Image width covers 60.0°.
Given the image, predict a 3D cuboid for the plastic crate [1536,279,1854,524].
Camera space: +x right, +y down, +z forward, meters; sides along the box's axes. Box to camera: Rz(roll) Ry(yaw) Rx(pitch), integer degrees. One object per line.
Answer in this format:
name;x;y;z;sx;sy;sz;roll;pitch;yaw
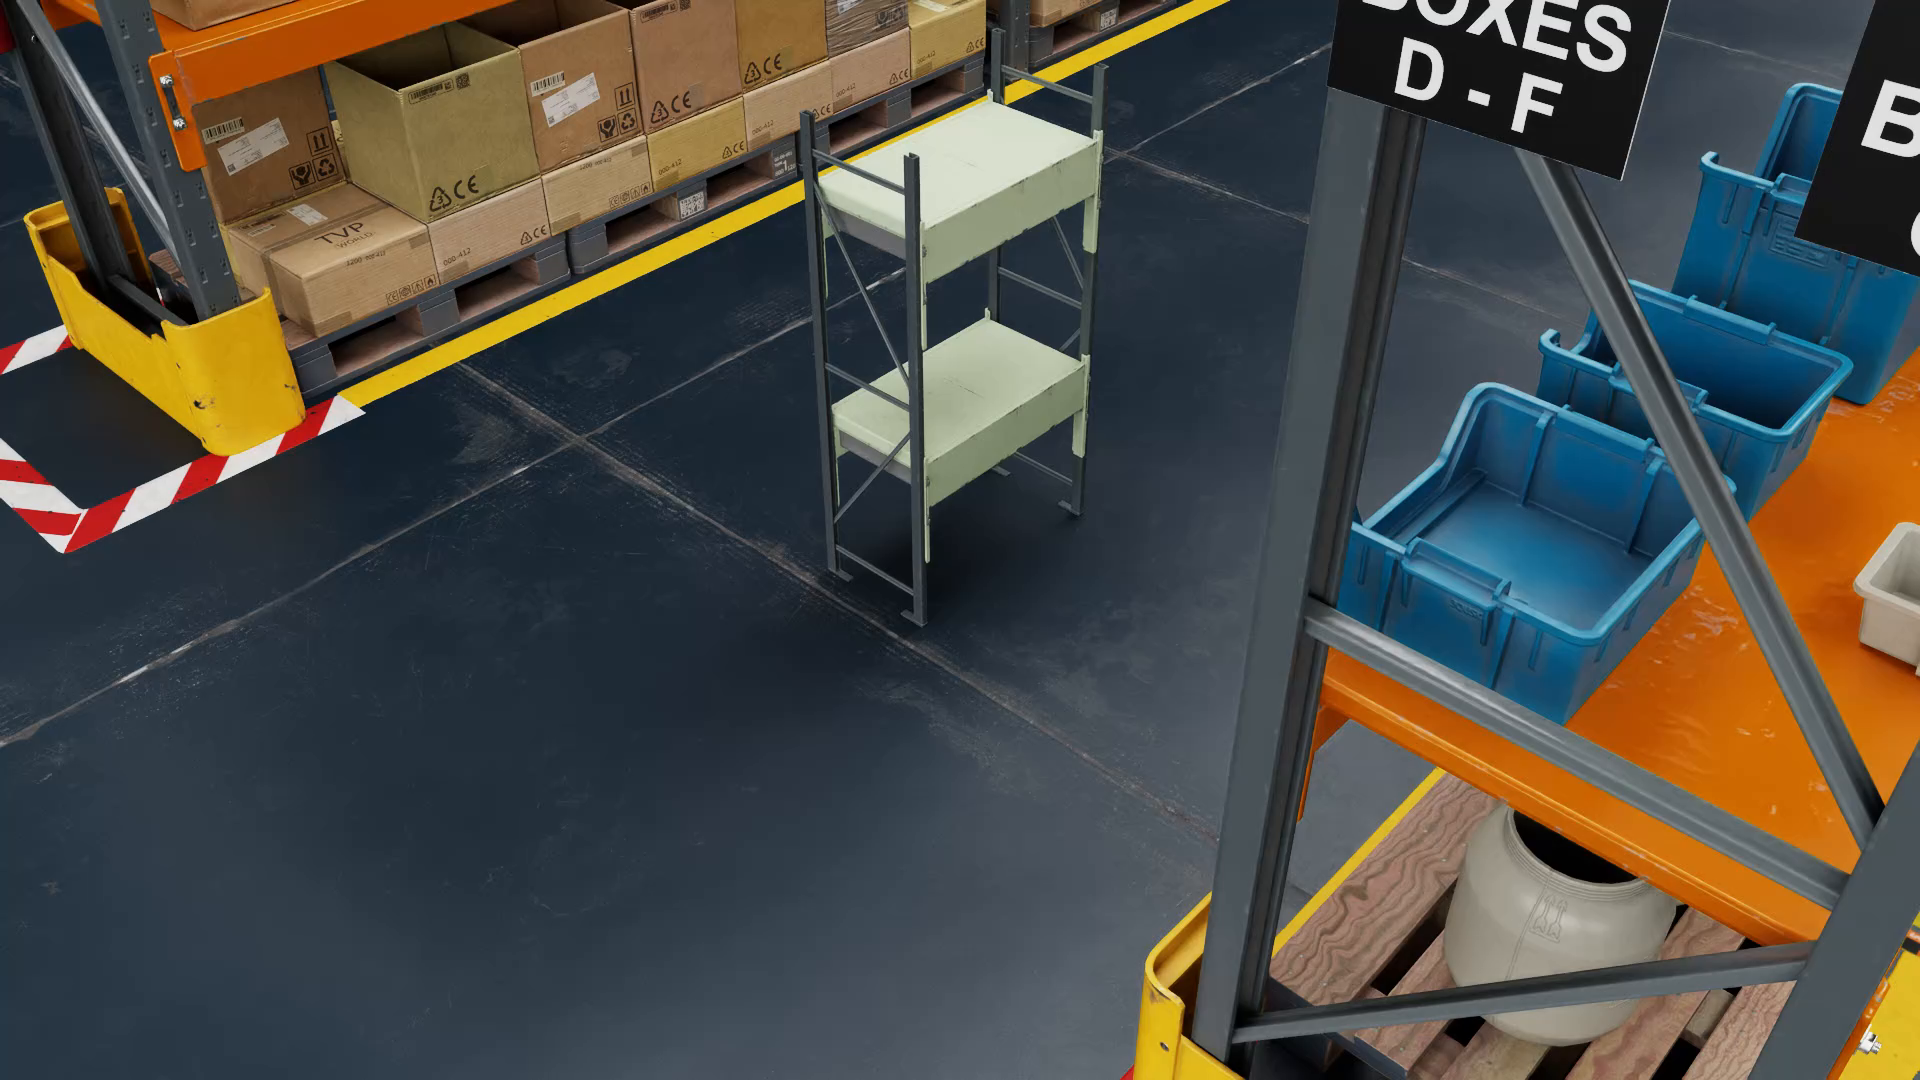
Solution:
plastic crate;1.437;-0.286;3.319;0.499;0.251;0.408;30;47;32

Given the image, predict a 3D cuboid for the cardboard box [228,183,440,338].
cardboard box;-2.249;-1.015;5.988;0.500;0.250;0.500;30;47;32

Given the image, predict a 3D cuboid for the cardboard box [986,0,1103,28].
cardboard box;0.378;-2.781;8.209;0.500;0.250;0.500;28;47;31

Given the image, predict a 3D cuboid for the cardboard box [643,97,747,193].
cardboard box;-1.236;-1.704;6.854;0.500;0.250;0.500;30;47;32

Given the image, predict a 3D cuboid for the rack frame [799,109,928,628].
rack frame;-0.251;-0.416;4.568;0.400;1.500;0.023;30;47;32

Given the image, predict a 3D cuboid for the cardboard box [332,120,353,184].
cardboard box;-2.303;-1.467;6.557;0.500;0.250;0.500;30;47;32

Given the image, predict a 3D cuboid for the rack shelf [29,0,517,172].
rack shelf;-1.426;-2.411;6.450;1.077;0.370;4.000;30;47;32

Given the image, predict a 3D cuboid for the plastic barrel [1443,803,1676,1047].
plastic barrel;1.266;0.782;3.517;0.421;0.512;0.421;0;38;0

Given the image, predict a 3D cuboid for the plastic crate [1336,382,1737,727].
plastic crate;0.995;0.010;2.947;0.499;0.251;0.616;30;47;32

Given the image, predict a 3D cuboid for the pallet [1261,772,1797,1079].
pallet;1.447;0.973;3.856;1.003;0.211;1.213;30;47;32

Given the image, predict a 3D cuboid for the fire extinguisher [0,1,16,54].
fire extinguisher;-3.198;-1.885;5.272;0.296;0.674;0.183;30;47;32

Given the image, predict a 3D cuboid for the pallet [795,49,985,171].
pallet;-0.644;-2.173;7.812;1.003;0.211;1.213;30;47;32

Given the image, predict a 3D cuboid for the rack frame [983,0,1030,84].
rack frame;-0.077;-3.612;7.382;1.000;3.000;0.127;30;47;32

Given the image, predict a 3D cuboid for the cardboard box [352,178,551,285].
cardboard box;-1.915;-1.246;6.279;0.500;0.250;0.500;30;47;32

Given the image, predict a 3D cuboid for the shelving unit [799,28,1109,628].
shelving unit;-0.004;-0.584;4.779;0.431;1.500;0.755;30;47;32

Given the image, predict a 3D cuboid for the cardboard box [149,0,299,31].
cardboard box;-2.451;-2.022;5.303;0.700;0.500;0.500;30;47;32

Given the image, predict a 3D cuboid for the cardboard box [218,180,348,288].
cardboard box;-2.632;-1.233;6.262;0.500;0.250;0.500;30;47;32

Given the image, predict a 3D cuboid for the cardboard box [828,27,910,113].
cardboard box;-0.573;-2.169;7.440;0.500;0.250;0.500;30;47;32

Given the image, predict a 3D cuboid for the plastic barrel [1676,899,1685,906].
plastic barrel;1.604;0.552;3.807;0.421;0.512;0.421;0;38;0

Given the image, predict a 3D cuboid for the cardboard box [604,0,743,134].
cardboard box;-1.236;-1.997;6.620;0.500;0.500;0.500;30;47;32

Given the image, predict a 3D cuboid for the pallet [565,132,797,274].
pallet;-1.467;-1.609;7.104;1.003;0.211;1.213;30;47;32

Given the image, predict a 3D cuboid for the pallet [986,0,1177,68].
pallet;0.391;-2.875;8.696;1.003;0.211;1.213;30;47;32

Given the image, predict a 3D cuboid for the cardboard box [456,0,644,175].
cardboard box;-1.586;-1.774;6.341;0.500;0.500;0.500;30;47;32

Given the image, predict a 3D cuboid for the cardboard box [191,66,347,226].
cardboard box;-2.633;-1.527;6.030;0.500;0.500;0.500;30;47;32

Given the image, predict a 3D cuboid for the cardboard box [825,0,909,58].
cardboard box;-0.574;-2.464;7.208;0.500;0.500;0.500;30;47;32

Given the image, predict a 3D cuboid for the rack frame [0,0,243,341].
rack frame;-2.775;-1.774;5.071;1.000;3.000;0.127;30;47;32

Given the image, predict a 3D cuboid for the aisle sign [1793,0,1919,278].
aisle sign;1.046;-0.554;1.448;0.394;0.787;0.004;30;47;32

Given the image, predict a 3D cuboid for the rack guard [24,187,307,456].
rack guard;-2.792;-0.785;5.835;1.175;0.500;0.348;30;47;32

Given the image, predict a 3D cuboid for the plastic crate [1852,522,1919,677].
plastic crate;1.720;0.135;2.882;0.298;0.136;0.250;30;47;32

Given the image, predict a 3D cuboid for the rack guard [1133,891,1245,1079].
rack guard;0.895;1.231;3.300;1.175;0.500;0.348;30;47;32

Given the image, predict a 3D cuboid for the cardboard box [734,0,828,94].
cardboard box;-0.909;-2.232;6.917;0.500;0.500;0.500;30;47;32

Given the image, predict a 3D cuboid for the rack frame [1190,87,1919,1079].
rack frame;0.881;0.309;2.451;0.949;2.616;0.053;30;47;32

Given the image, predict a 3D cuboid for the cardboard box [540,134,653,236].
cardboard box;-1.577;-1.476;6.568;0.500;0.250;0.500;30;47;32

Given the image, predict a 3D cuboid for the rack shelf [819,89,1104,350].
rack shelf;-0.004;-0.889;4.536;0.431;0.370;0.720;30;47;32

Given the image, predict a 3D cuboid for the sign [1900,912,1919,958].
sign;1.281;0.432;2.074;0.100;0.325;0.005;30;47;32

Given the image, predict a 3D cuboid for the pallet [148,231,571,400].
pallet;-2.290;-1.052;6.403;1.003;0.211;1.213;30;47;32

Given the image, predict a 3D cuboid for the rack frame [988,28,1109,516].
rack frame;0.242;-0.752;4.991;0.400;1.500;0.023;30;47;32

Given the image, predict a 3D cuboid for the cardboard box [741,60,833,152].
cardboard box;-0.899;-1.934;7.143;0.500;0.250;0.500;30;47;32

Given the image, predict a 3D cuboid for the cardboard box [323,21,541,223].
cardboard box;-1.914;-1.539;6.045;0.500;0.500;0.500;30;47;32

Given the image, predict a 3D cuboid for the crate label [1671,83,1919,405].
crate label;1.920;-0.665;3.648;0.502;0.435;0.616;30;47;32

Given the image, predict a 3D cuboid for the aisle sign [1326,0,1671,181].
aisle sign;0.611;-0.802;1.759;0.394;0.787;0.004;30;47;32

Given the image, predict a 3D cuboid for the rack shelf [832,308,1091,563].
rack shelf;-0.005;-0.329;4.982;0.431;0.370;0.720;30;47;32

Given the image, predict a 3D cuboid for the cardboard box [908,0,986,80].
cardboard box;-0.228;-2.395;7.724;0.500;0.250;0.500;30;47;32

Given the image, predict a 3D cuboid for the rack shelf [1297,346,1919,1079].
rack shelf;2.228;-0.330;3.833;1.077;0.370;4.000;30;47;32
